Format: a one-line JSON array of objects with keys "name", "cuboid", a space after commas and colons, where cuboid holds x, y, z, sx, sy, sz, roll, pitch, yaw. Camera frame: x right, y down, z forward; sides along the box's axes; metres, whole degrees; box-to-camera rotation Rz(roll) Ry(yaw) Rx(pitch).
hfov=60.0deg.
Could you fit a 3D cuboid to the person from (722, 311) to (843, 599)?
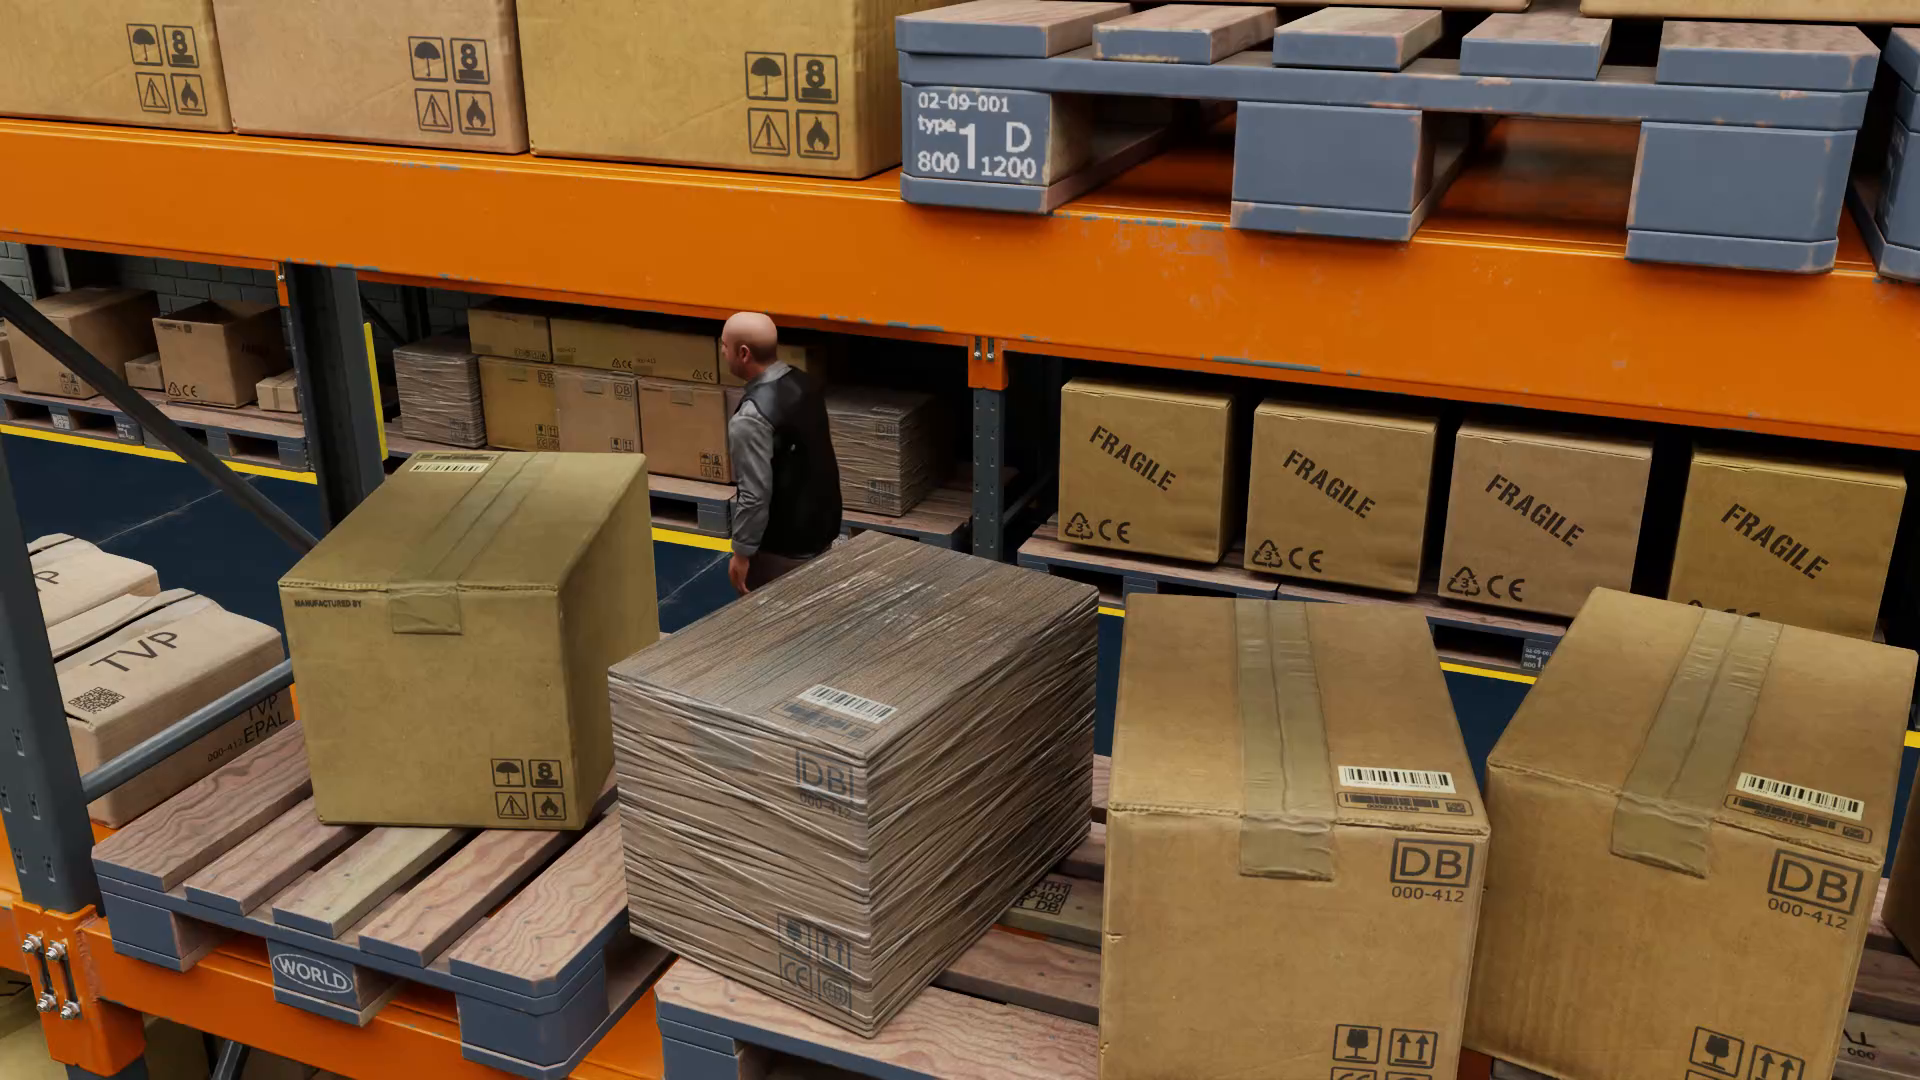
[{"name": "person", "cuboid": [-0.649, 0.001, 6.120, 0.412, 1.721, 0.582, 8, 24, 20]}]
